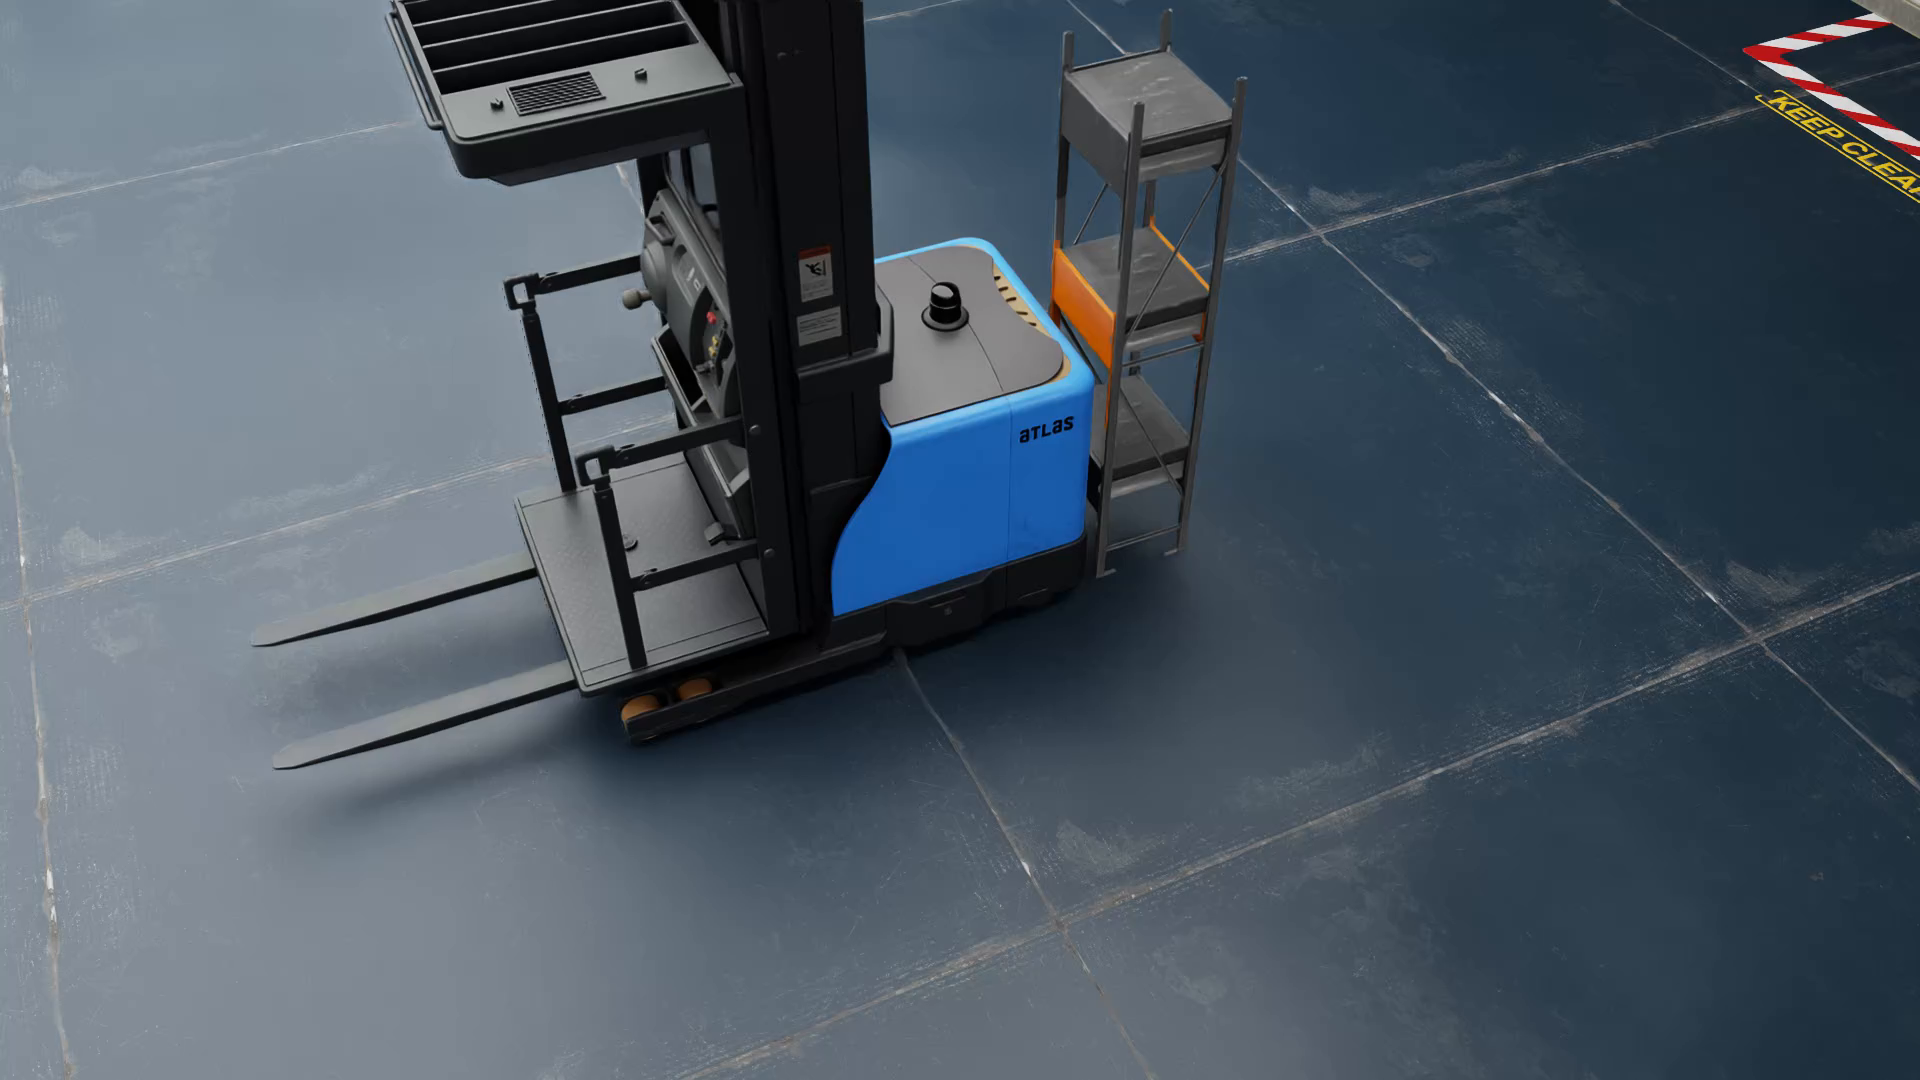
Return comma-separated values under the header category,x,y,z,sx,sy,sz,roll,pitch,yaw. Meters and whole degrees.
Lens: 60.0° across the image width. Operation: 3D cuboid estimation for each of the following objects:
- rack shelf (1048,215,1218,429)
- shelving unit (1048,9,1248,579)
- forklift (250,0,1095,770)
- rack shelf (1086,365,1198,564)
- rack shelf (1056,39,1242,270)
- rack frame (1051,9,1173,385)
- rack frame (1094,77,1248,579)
category,x,y,z,sx,sy,sz,roll,pitch,yaw
rack shelf,0.622,-0.800,6.085,0.431,0.518,0.480,-17,47,-17
shelving unit,0.622,-0.810,6.075,0.431,2.100,0.503,-17,47,-17
forklift,-1.076,-0.746,5.419,3.031,2.935,1.130,-17,47,-17
rack shelf,0.622,-0.302,6.577,0.431,0.518,0.480,-17,47,-17
rack shelf,0.622,-1.298,5.593,0.431,0.518,0.480,-17,47,-17
rack frame,0.525,-0.967,6.235,0.400,2.100,0.015,-17,47,-17
rack frame,0.720,-0.652,5.916,0.400,2.100,0.015,-17,47,-17
